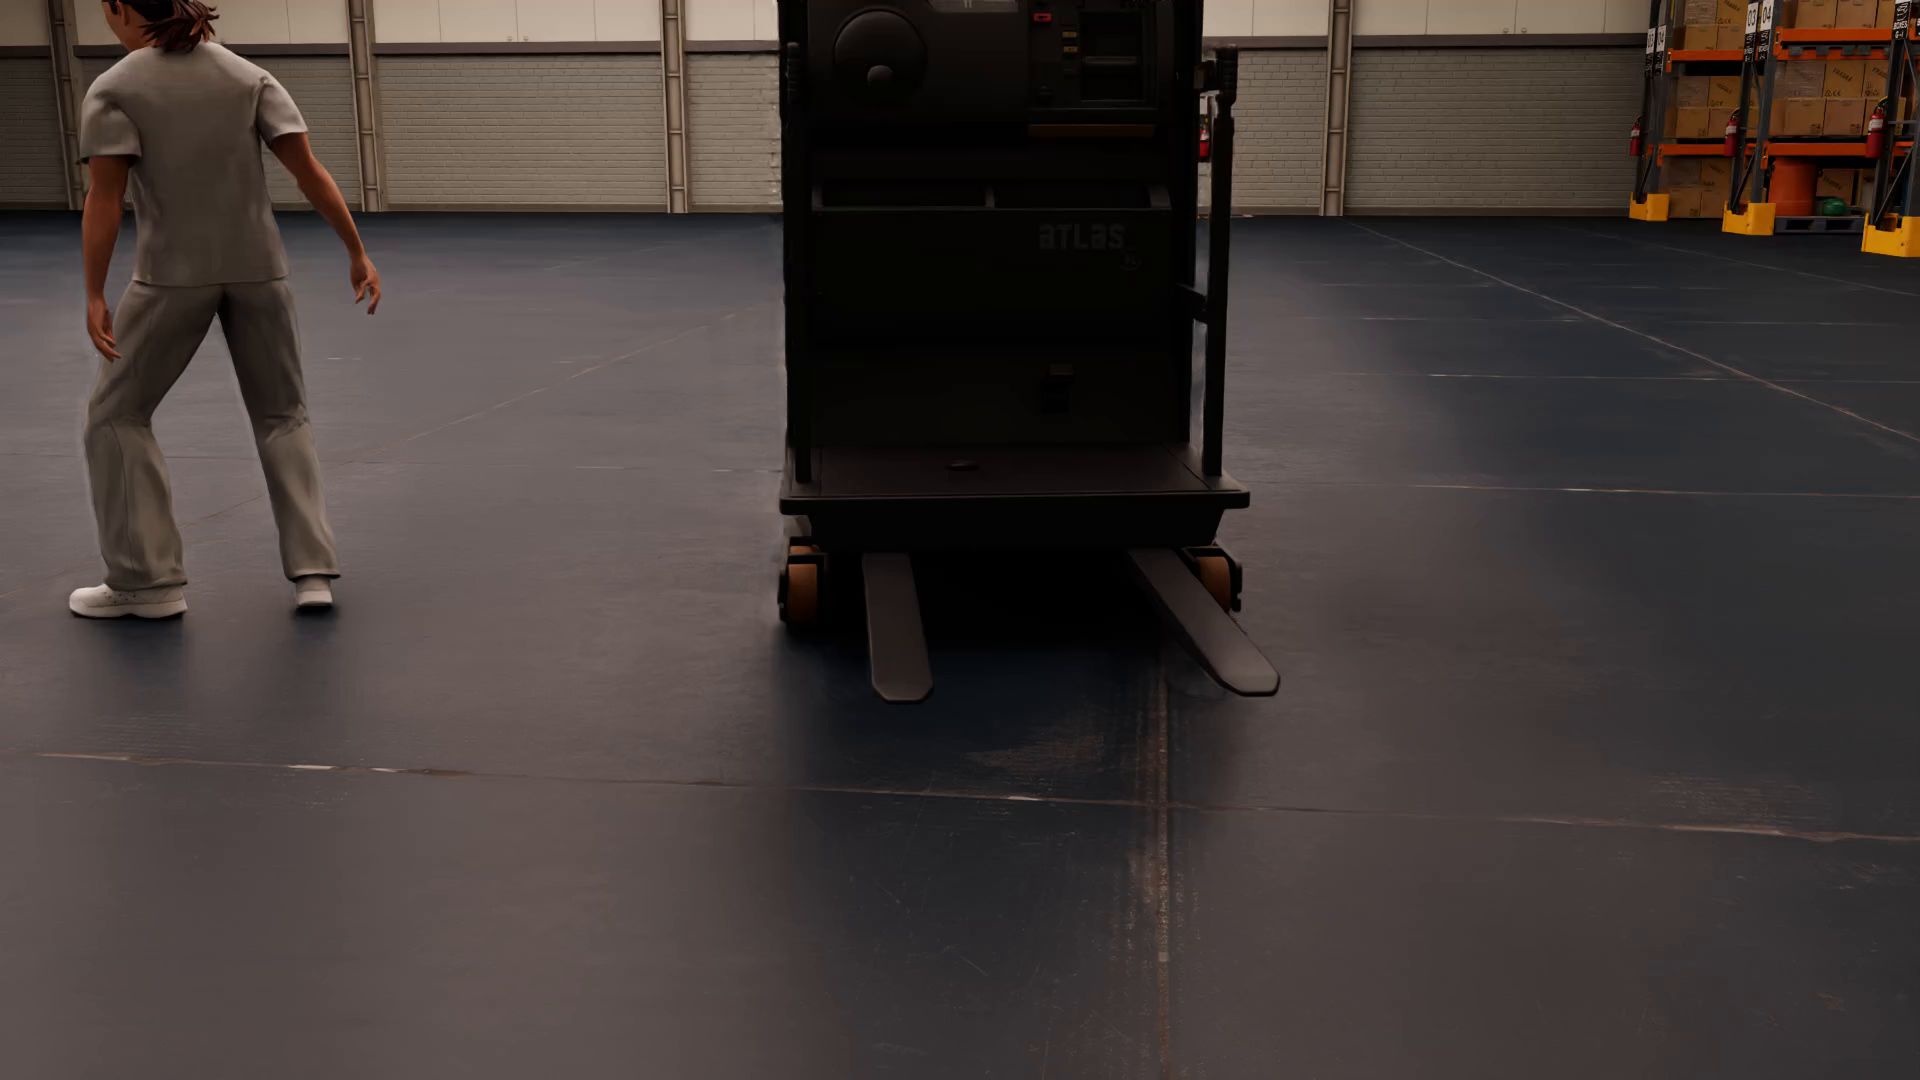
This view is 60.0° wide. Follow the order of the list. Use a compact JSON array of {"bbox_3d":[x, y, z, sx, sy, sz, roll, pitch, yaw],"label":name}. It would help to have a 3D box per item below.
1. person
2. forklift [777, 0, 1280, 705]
[{"bbox_3d":[-1.830,-0.609,4.086,0.782,1.647,0.444,-9,16,-33],"label":"person"},{"bbox_3d":[0.098,-1.287,4.014,1.130,2.935,3.031,-1,13,-4],"label":"forklift"}]
